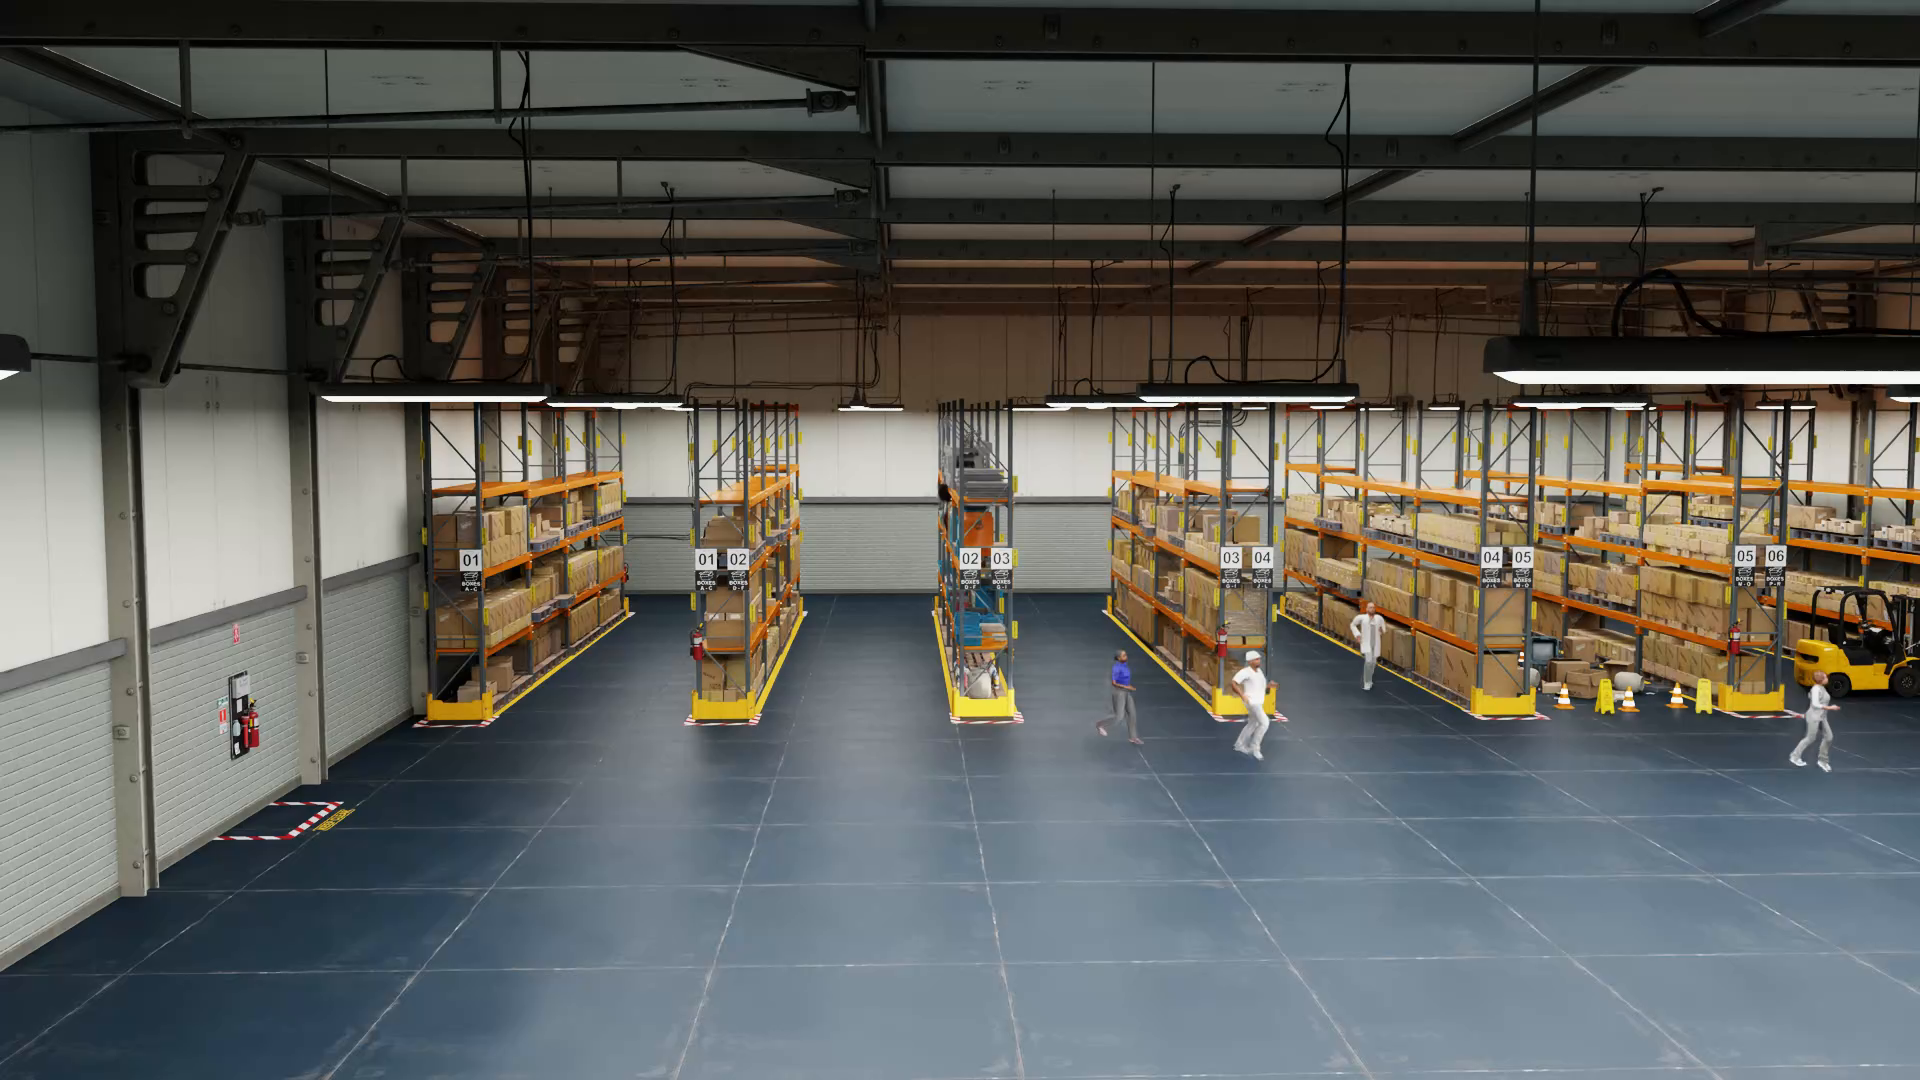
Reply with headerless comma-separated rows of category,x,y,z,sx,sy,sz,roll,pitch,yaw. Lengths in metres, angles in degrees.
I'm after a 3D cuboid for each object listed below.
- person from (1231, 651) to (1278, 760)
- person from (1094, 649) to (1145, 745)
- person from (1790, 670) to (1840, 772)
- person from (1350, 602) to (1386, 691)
person,4.901,2.746,27.651,0.715,1.813,0.672,2,5,29
person,2.783,2.719,28.891,0.914,1.658,0.591,2,5,29
person,13.729,2.909,26.660,0.707,1.659,0.559,4,6,44
person,8.536,2.217,34.621,0.685,1.834,0.778,0,4,-6
